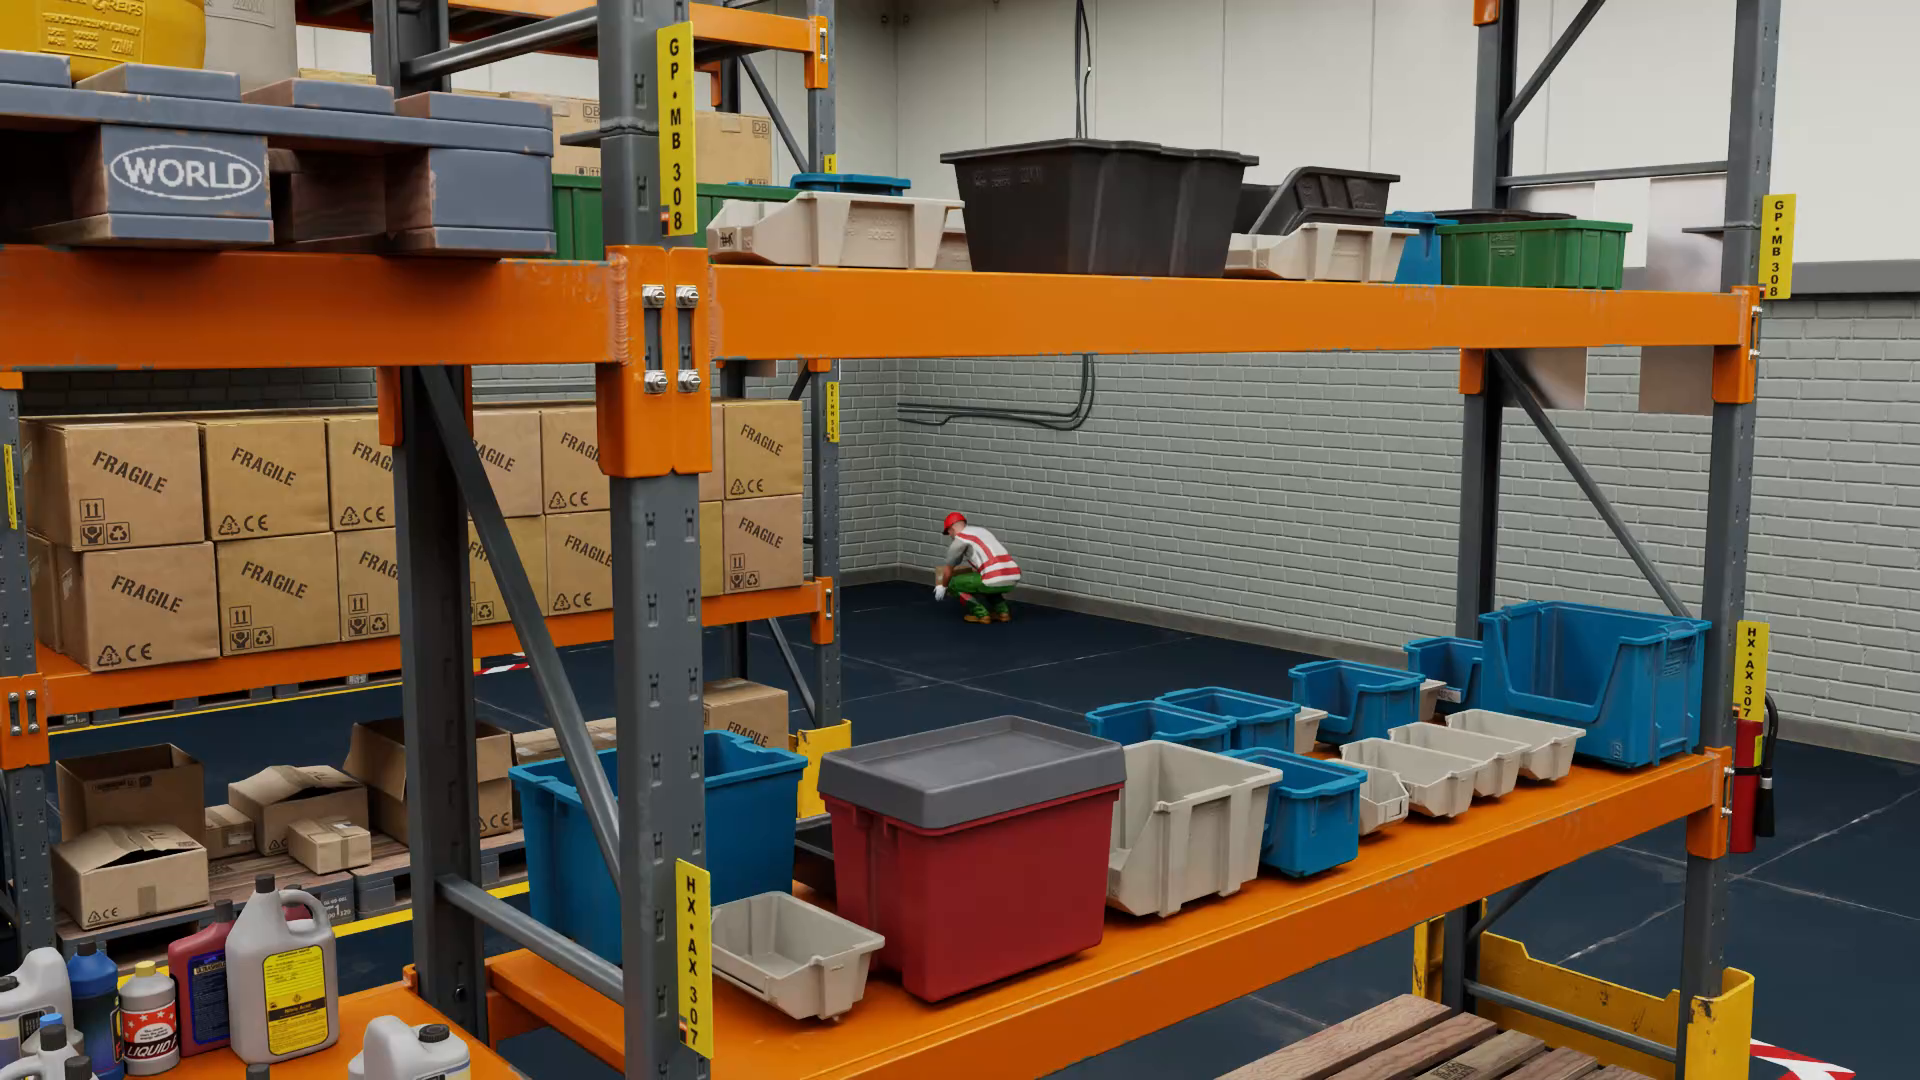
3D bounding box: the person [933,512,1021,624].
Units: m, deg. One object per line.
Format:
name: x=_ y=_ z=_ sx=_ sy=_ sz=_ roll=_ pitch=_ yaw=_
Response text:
person: x=0.153 y=0.251 z=15.407 sx=0.555 sy=0.989 sz=0.872 roll=-6 pitch=10 yaw=-41
